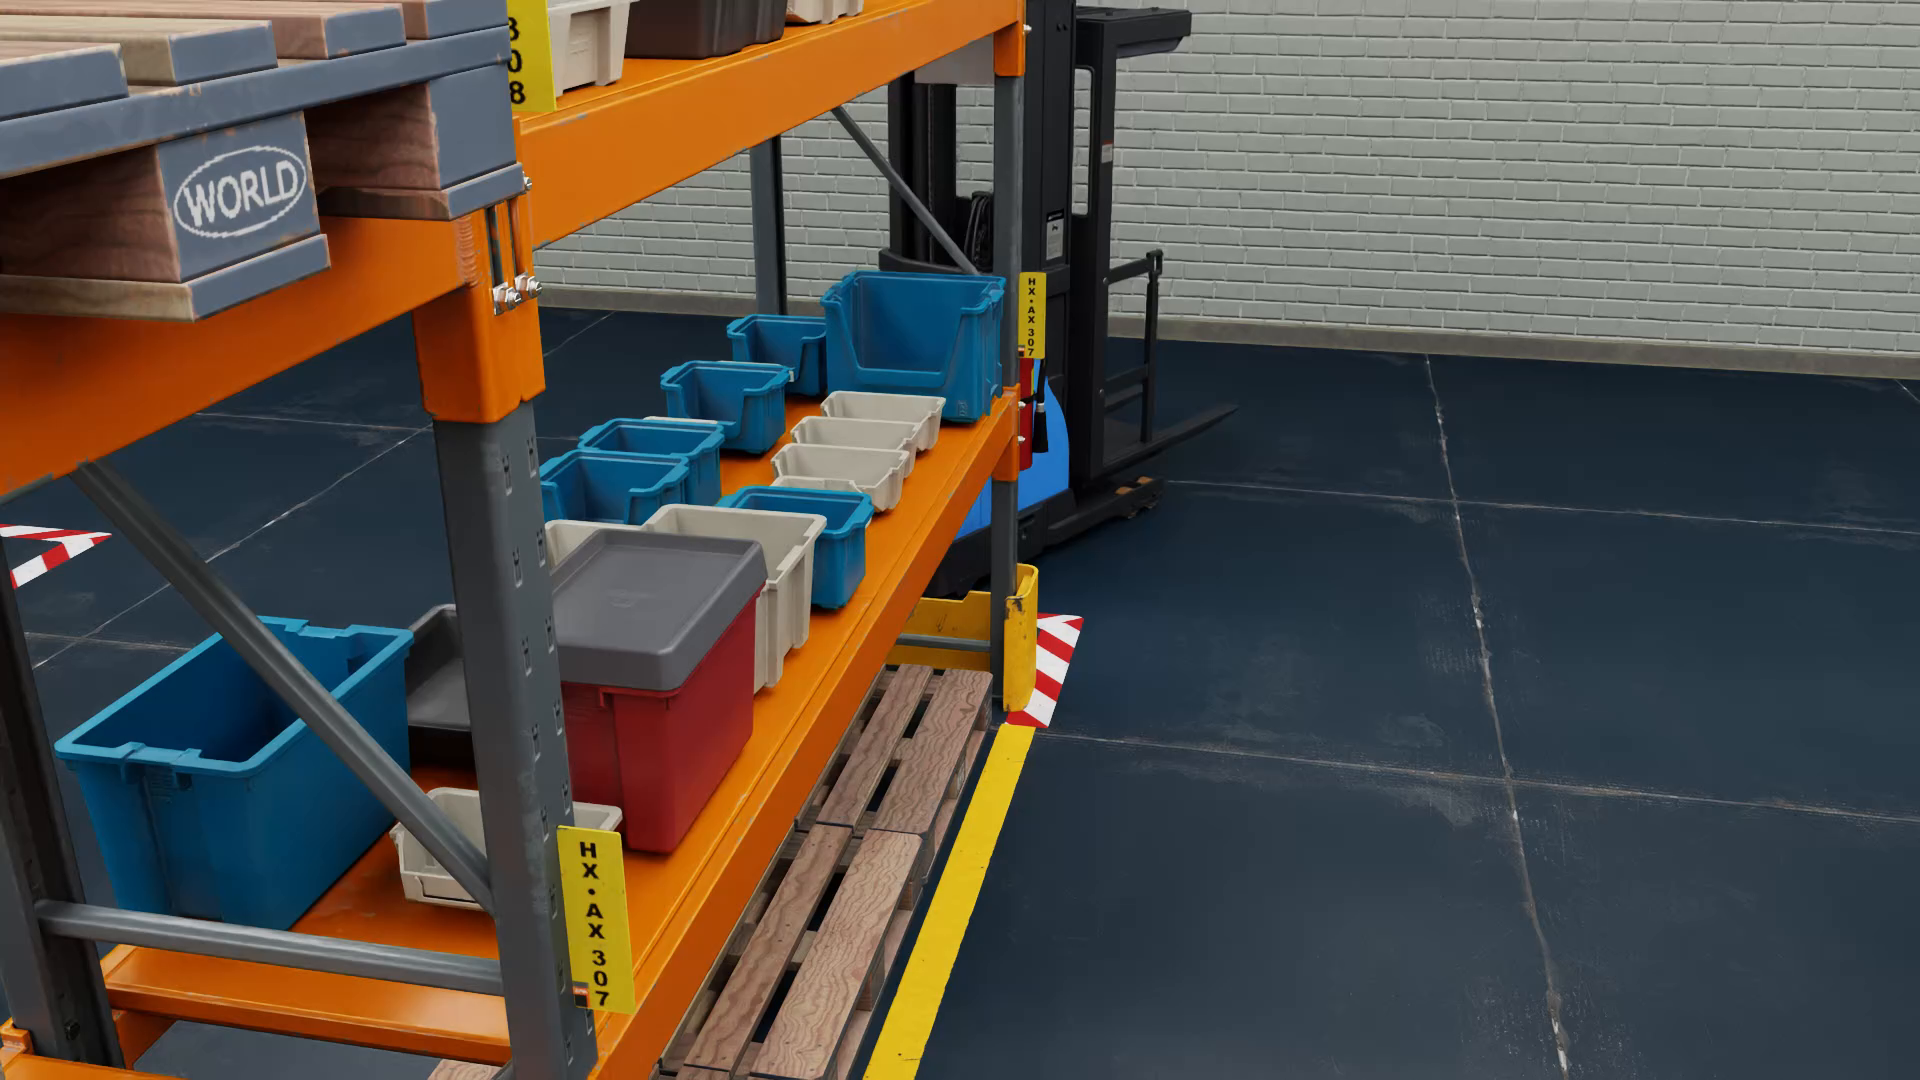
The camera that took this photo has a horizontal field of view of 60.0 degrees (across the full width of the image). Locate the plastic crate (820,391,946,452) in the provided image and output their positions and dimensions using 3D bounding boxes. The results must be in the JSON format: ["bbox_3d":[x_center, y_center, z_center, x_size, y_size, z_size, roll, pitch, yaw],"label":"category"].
[{"bbox_3d":[-0.262,-0.390,5.580,0.396,0.136,0.243,4,22,11],"label":"plastic crate"}]

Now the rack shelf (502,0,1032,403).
[{"bbox_3d":[-0.681,-1.123,4.074,1.077,0.370,4.000,4,22,11],"label":"rack shelf"}]

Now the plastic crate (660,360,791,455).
[{"bbox_3d":[-0.780,-0.441,5.577,0.416,0.233,0.300,4,22,11],"label":"plastic crate"}]

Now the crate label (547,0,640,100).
[{"bbox_3d":[-0.707,-0.760,2.563,0.293,0.136,0.466,4,22,11],"label":"crate label"}]

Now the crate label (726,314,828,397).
[{"bbox_3d":[-0.646,-0.682,6.175,0.416,0.233,0.303,4,22,11],"label":"crate label"}]

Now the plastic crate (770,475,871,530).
[{"bbox_3d":[-0.411,-0.072,4.789,0.298,0.136,0.250,4,22,11],"label":"plastic crate"}]

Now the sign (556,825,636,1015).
[{"bbox_3d":[-0.551,0.581,2.527,0.100,0.325,0.005,4,22,11],"label":"sign"}]

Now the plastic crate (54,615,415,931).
[{"bbox_3d":[-1.328,0.449,3.164,0.392,0.384,0.575,4,22,11],"label":"plastic crate"}]

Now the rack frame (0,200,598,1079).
[{"bbox_3d":[-1.086,0.667,2.683,0.949,2.616,0.053,4,22,11],"label":"rack frame"}]

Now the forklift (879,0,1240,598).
[{"bbox_3d":[0.420,-1.575,8.341,1.130,2.935,3.031,17,27,36],"label":"forklift"}]

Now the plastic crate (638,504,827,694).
[{"bbox_3d":[-0.598,0.149,4.047,0.437,0.282,0.530,4,22,11],"label":"plastic crate"}]

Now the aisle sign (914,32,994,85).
[{"bbox_3d":[0.028,-2.006,5.841,0.394,0.787,0.004,4,22,11],"label":"aisle sign"}]

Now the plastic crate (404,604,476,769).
[{"bbox_3d":[-1.124,0.336,3.791,0.437,0.125,0.590,4,22,11],"label":"plastic crate"}]

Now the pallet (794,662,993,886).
[{"bbox_3d":[-0.480,0.796,6.096,1.003,0.211,1.213,4,22,11],"label":"pallet"}]

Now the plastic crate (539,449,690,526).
[{"bbox_3d":[-0.976,-0.090,4.706,0.416,0.233,0.300,4,22,11],"label":"plastic crate"}]

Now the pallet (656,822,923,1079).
[{"bbox_3d":[-0.731,1.240,4.991,1.003,0.211,1.213,4,22,11],"label":"pallet"}]

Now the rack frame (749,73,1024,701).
[{"bbox_3d":[-0.273,-0.797,6.316,1.000,3.000,0.127,4,22,11],"label":"rack frame"}]

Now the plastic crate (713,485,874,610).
[{"bbox_3d":[-0.441,0.024,4.423,0.416,0.233,0.300,4,22,11],"label":"plastic crate"}]

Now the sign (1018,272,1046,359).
[{"bbox_3d":[0.269,-0.836,6.196,0.100,0.325,0.005,4,22,11],"label":"sign"}]

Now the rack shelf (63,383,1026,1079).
[{"bbox_3d":[-0.681,0.269,4.635,1.077,0.370,4.000,4,22,11],"label":"rack shelf"}]

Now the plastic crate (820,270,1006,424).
[{"bbox_3d":[-0.159,-0.704,5.959,0.616,0.435,0.499,4,22,11],"label":"plastic crate"}]

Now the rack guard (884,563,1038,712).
[{"bbox_3d":[-0.281,0.353,6.808,1.175,0.500,0.348,4,22,11],"label":"rack guard"}]

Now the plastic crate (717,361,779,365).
[{"bbox_3d":[-0.792,-0.526,5.917,0.250,0.136,0.298,4,22,11],"label":"plastic crate"}]

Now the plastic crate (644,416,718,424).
[{"bbox_3d":[-0.931,-0.278,5.301,0.250,0.136,0.298,4,22,11],"label":"plastic crate"}]

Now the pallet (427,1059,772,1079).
[{"bbox_3d":[-0.977,1.688,3.880,1.003,0.211,1.213,4,22,11],"label":"pallet"}]

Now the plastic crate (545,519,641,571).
[{"bbox_3d":[-1.028,0.101,4.360,0.293,0.136,0.466,4,22,11],"label":"plastic crate"}]

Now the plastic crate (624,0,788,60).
[{"bbox_3d":[-0.568,-1.098,3.224,0.497,0.269,0.590,4,22,11],"label":"plastic crate"}]

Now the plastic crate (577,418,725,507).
[{"bbox_3d":[-0.915,-0.200,4.979,0.416,0.233,0.300,4,22,11],"label":"plastic crate"}]

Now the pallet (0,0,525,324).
[{"bbox_3d":[-1.154,-0.343,1.429,1.213,0.211,1.003,4,22,11],"label":"pallet"}]

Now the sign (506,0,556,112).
[{"bbox_3d":[-0.551,-0.687,2.016,0.100,0.325,0.005,4,22,11],"label":"sign"}]

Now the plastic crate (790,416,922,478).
[{"bbox_3d":[-0.336,-0.285,5.319,0.396,0.136,0.243,4,22,11],"label":"plastic crate"}]

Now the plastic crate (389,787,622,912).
[{"bbox_3d":[-0.855,0.601,3.118,0.396,0.136,0.243,4,22,11],"label":"plastic crate"}]

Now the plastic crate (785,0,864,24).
[{"bbox_3d":[-0.452,-1.291,3.882,0.437,0.136,0.530,4,22,11],"label":"plastic crate"}]

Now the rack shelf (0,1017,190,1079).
[{"bbox_3d":[-1.498,1.731,1.002,1.077,0.370,4.000,4,22,11],"label":"rack shelf"}]

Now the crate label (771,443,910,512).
[{"bbox_3d":[-0.369,-0.181,5.062,0.396,0.136,0.243,4,22,11],"label":"crate label"}]

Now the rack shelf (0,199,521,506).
[{"bbox_3d":[-1.498,0.340,0.442,1.077,0.370,4.000,4,22,11],"label":"rack shelf"}]

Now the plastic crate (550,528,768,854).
[{"bbox_3d":[-0.662,0.301,3.424,0.402,0.464,0.583,4,22,11],"label":"plastic crate"}]

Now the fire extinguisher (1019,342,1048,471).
[{"bbox_3d":[0.202,-0.608,6.451,0.296,0.674,0.183,4,22,11],"label":"fire extinguisher"}]
